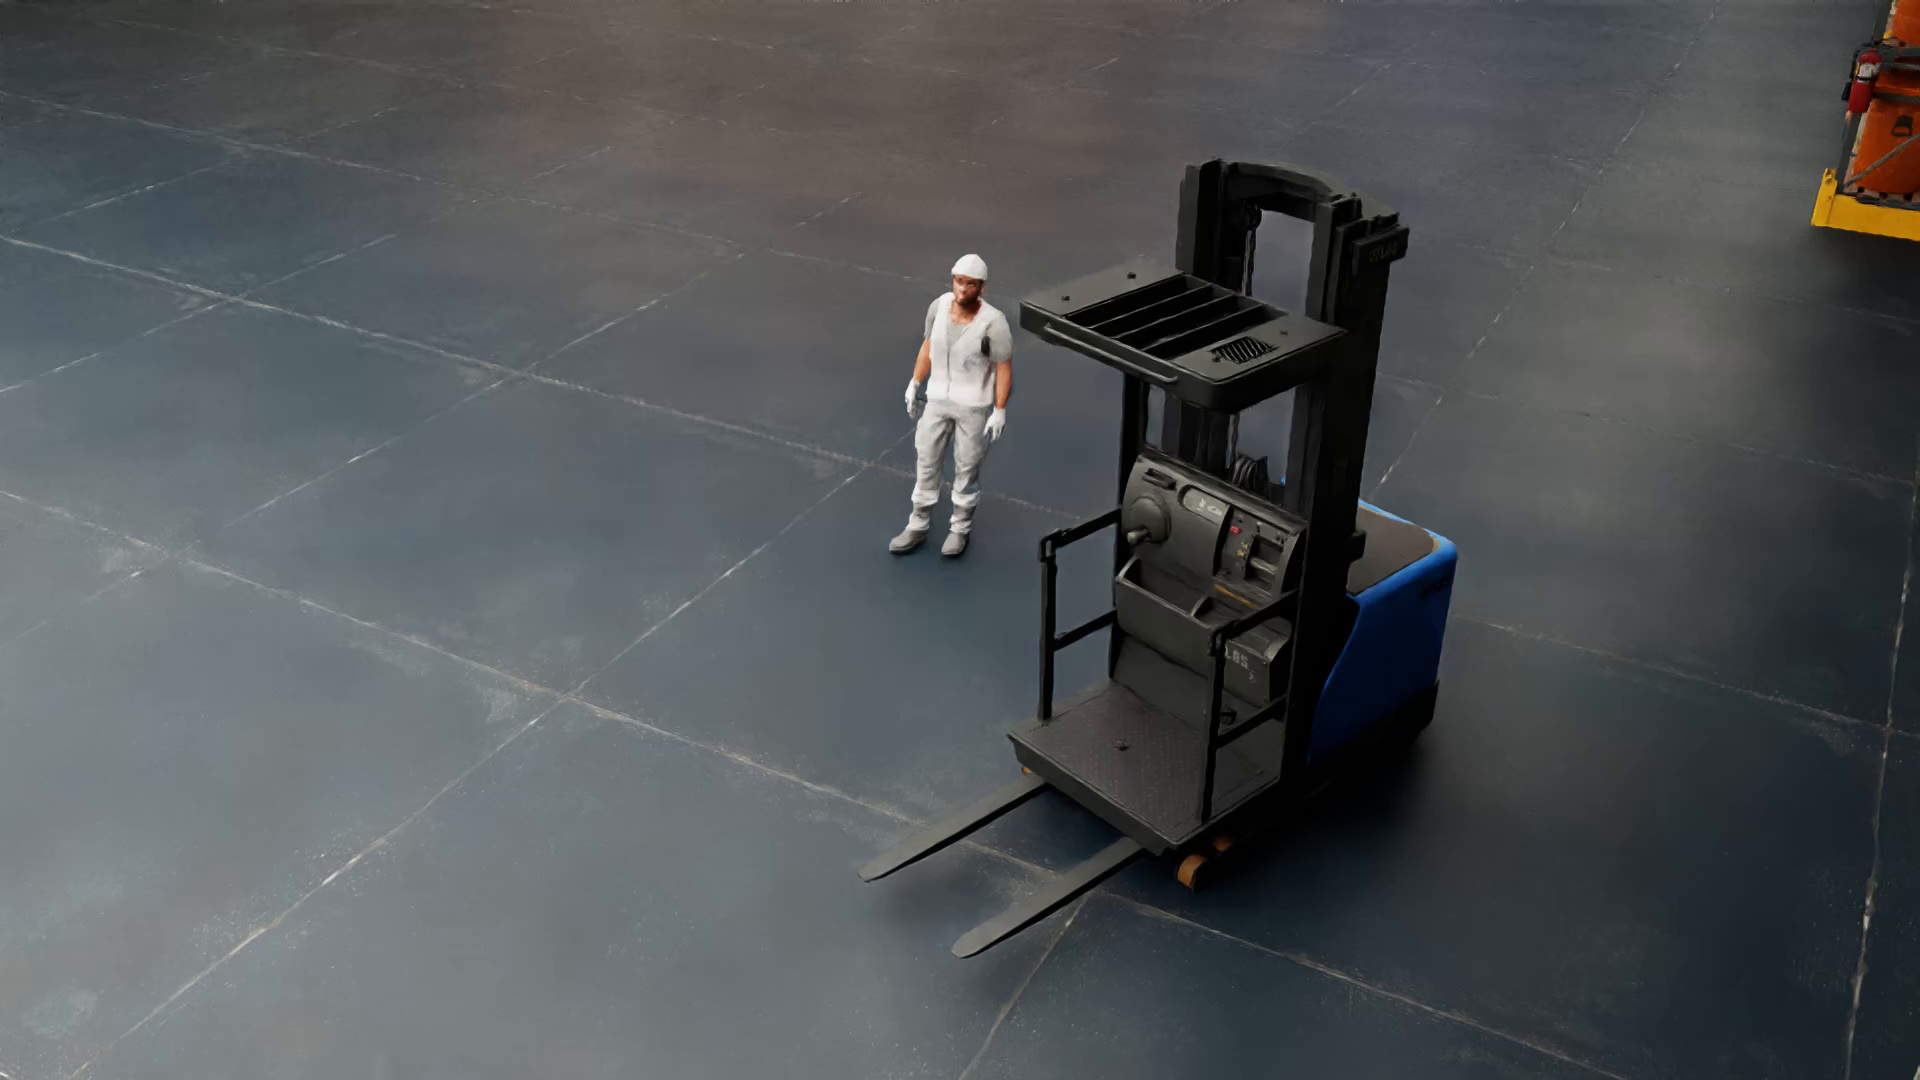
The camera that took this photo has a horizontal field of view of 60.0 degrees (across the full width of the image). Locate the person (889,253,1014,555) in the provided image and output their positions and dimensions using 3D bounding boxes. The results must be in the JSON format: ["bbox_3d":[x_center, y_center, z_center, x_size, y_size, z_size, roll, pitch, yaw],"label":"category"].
[{"bbox_3d":[-0.049,-0.748,9.496,0.637,1.787,0.563,15,33,25],"label":"person"}]

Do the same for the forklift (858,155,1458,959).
[{"bbox_3d":[0.923,-0.024,7.112,3.031,2.935,1.130,-24,37,-35],"label":"forklift"}]
